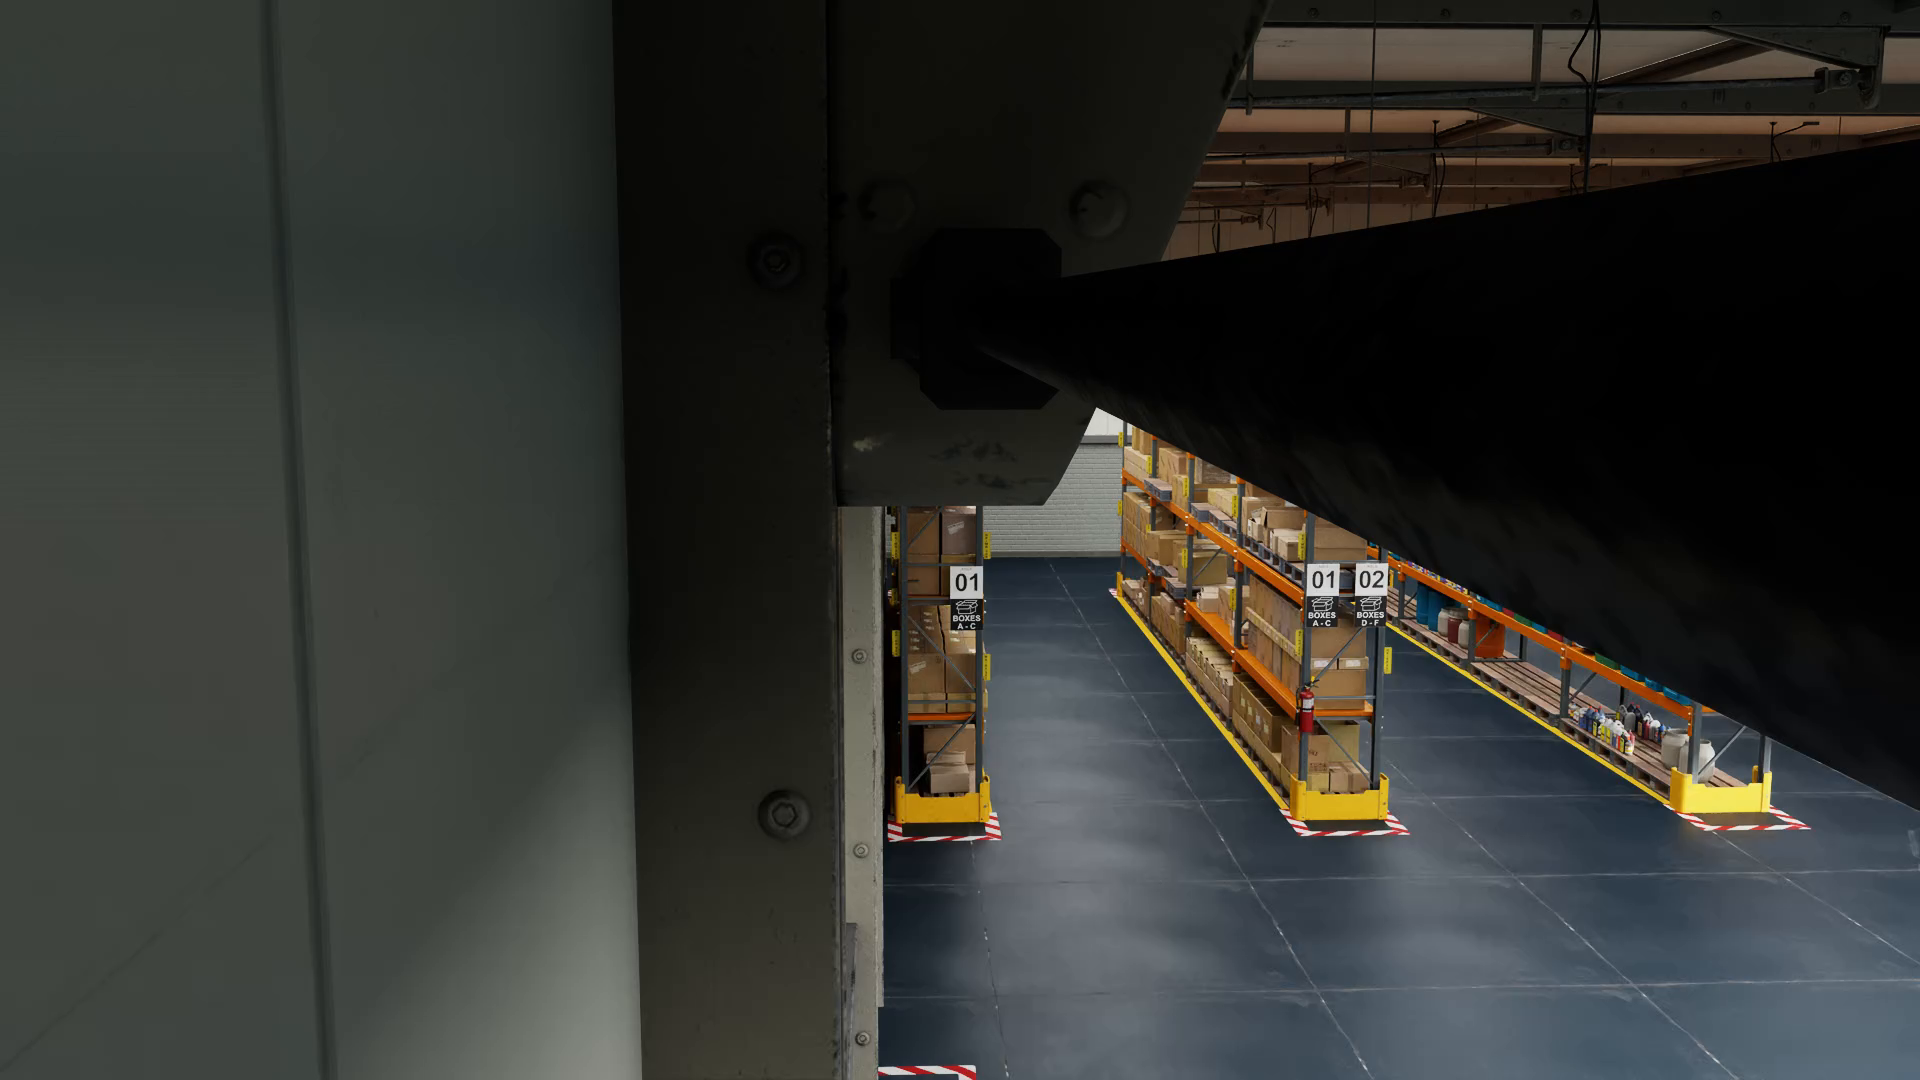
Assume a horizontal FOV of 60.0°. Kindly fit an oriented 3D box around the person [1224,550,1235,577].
[{"bbox_3d":[5.878,0.429,36.301,0.571,1.598,0.644,-3,9,-23],"label":"person"}]

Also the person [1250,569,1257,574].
[{"bbox_3d":[6.148,0.668,34.144,0.635,1.756,0.899,-2,8,-15],"label":"person"}]
